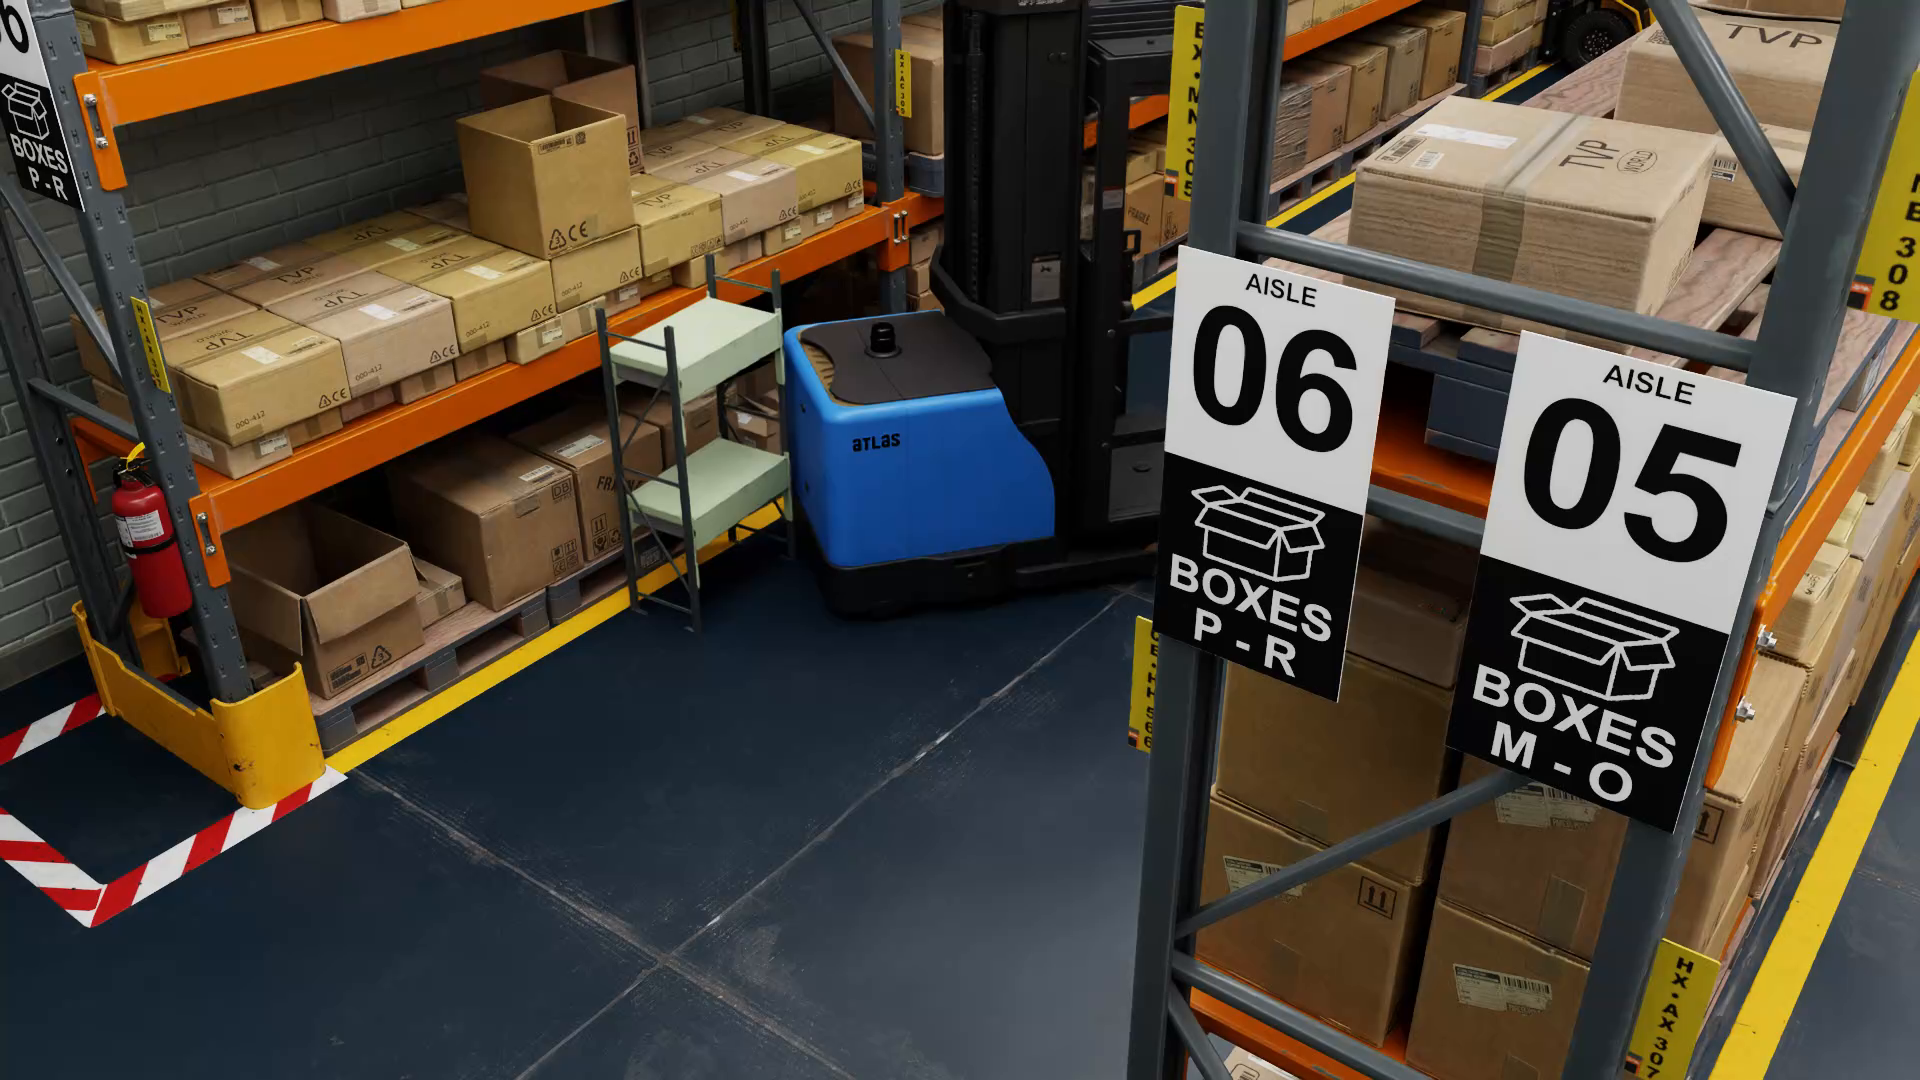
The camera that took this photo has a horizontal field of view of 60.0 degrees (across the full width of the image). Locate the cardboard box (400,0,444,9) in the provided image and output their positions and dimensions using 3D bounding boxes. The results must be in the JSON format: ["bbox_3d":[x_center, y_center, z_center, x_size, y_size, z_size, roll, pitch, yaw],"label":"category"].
[{"bbox_3d":[-2.070,-2.077,6.117,0.380,0.149,0.250,21,37,31],"label":"cardboard box"}]

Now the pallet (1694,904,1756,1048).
[{"bbox_3d":[1.979,1.438,5.616,1.003,0.211,1.213,21,37,31],"label":"pallet"}]

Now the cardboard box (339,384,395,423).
[{"bbox_3d":[-2.473,-0.621,6.602,0.380,0.149,0.250,21,36,31],"label":"cardboard box"}]

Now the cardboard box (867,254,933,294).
[{"bbox_3d":[-0.295,-1.519,9.274,0.380,0.149,0.250,23,38,33],"label":"cardboard box"}]

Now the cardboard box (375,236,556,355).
[{"bbox_3d":[-2.042,-1.022,6.887,0.500,0.250,0.500,20,36,30],"label":"cardboard box"}]

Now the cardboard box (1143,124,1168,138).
[{"bbox_3d":[1.455,-2.682,11.236,0.380,0.149,0.250,19,36,29],"label":"cardboard box"}]

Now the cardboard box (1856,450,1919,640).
[{"bbox_3d":[2.250,-0.126,4.442,0.500,0.500,0.500,21,37,31],"label":"cardboard box"}]

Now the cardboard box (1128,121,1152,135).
[{"bbox_3d":[1.128,-2.965,11.714,0.380,0.149,0.250,23,38,34],"label":"cardboard box"}]

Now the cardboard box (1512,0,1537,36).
[{"bbox_3d":[4.946,-4.842,15.273,0.500,0.250,0.500,21,37,31],"label":"cardboard box"}]

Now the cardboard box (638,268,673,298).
[{"bbox_3d":[-1.549,-1.248,7.661,0.380,0.149,0.250,22,37,32],"label":"cardboard box"}]

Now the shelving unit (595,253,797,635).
[{"bbox_3d":[-1.157,-0.431,7.505,0.431,1.500,0.755,17,35,26],"label":"shelving unit"}]

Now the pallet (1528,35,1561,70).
[{"bbox_3d":[5.355,-4.931,16.363,1.003,0.211,1.213,21,37,31],"label":"pallet"}]

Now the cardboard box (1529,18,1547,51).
[{"bbox_3d":[5.254,-4.840,15.759,0.500,0.250,0.500,22,37,32],"label":"cardboard box"}]

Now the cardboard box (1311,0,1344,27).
[{"bbox_3d":[2.461,-3.940,12.103,0.500,0.250,0.500,20,36,30],"label":"cardboard box"}]

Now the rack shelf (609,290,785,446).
[{"bbox_3d":[-1.157,-0.766,7.306,0.431,0.370,0.720,17,35,26],"label":"rack shelf"}]

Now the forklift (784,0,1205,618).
[{"bbox_3d":[0.720,-1.330,7.620,3.031,2.935,1.130,-9,32,-15],"label":"forklift"}]

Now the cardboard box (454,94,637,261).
[{"bbox_3d":[-1.744,-1.542,7.030,0.500,0.500,0.500,22,37,32],"label":"cardboard box"}]

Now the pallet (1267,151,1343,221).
[{"bbox_3d":[2.219,-2.819,12.800,1.003,0.211,1.213,21,37,31],"label":"pallet"}]

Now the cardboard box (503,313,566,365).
[{"bbox_3d":[-1.904,-0.894,7.063,0.380,0.149,0.250,20,36,30],"label":"cardboard box"}]

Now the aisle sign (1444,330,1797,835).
[{"bbox_3d":[1.009,0.082,2.620,0.394,0.787,0.004,21,37,31],"label":"aisle sign"}]

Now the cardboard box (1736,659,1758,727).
[{"bbox_3d":[1.257,0.270,3.137,0.380,0.149,0.250,22,37,32],"label":"cardboard box"}]

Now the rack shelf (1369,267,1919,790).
[{"bbox_3d":[2.029,-0.712,4.274,1.077,0.370,4.000,21,37,31],"label":"rack shelf"}]

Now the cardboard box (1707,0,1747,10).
[{"bbox_3d":[2.448,-1.545,4.361,0.797,0.503,0.637,24,38,35],"label":"cardboard box"}]

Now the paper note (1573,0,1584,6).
[{"bbox_3d":[1.626,-1.424,4.353,0.006,0.032,0.123,21,37,31],"label":"paper note"}]

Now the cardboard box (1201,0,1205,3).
[{"bbox_3d":[1.312,-3.284,10.585,0.500,0.250,0.500,19,36,29],"label":"cardboard box"}]

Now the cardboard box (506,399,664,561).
[{"bbox_3d":[-1.747,-0.289,7.835,0.500,0.500,0.500,22,37,32],"label":"cardboard box"}]

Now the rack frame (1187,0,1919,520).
[{"bbox_3d":[0.822,-1.499,1.954,1.000,3.000,0.127,21,37,31],"label":"rack frame"}]

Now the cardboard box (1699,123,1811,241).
[{"bbox_3d":[1.662,-0.696,3.277,0.380,0.149,0.250,23,37,33],"label":"cardboard box"}]

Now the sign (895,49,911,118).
[{"bbox_3d":[-0.286,-2.279,8.304,0.100,0.325,0.005,21,37,31],"label":"sign"}]

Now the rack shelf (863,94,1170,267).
[{"bbox_3d":[0.484,-2.574,10.357,1.077,0.370,4.000,21,37,31],"label":"rack shelf"}]

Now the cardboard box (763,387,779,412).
[{"bbox_3d":[-0.826,-0.708,8.887,0.380,0.149,0.250,20,36,30],"label":"cardboard box"}]

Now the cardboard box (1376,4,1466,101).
[{"bbox_3d":[3.800,-4.266,14.423,0.875,0.625,0.625,23,38,33],"label":"cardboard box"}]

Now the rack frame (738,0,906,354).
[{"bbox_3d":[-0.723,-2.071,8.802,1.000,3.000,0.127,21,37,31],"label":"rack frame"}]

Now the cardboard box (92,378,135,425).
[{"bbox_3d":[-3.152,-0.554,6.489,0.380,0.149,0.250,21,36,31],"label":"cardboard box"}]

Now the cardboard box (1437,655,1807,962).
[{"bbox_3d":[1.338,0.501,3.384,0.500,0.500,0.500,20,36,30],"label":"cardboard box"}]

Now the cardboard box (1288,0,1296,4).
[{"bbox_3d":[2.174,-3.944,11.620,0.500,0.250,0.500,21,37,31],"label":"cardboard box"}]

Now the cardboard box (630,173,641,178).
[{"bbox_3d":[-1.848,-1.601,7.864,0.500,0.250,0.500,22,37,32],"label":"cardboard box"}]

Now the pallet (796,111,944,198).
[{"bbox_3d":[-0.154,-2.279,9.342,1.003,0.211,1.213,21,37,31],"label":"pallet"}]

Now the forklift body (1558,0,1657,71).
[{"bbox_3d":[6.830,-5.251,15.000,2.313,2.155,1.214,21,37,31],"label":"forklift body"}]

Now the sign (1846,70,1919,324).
[{"bbox_3d":[1.260,-0.446,2.183,0.100,0.325,0.005,21,37,31],"label":"sign"}]

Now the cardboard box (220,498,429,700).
[{"bbox_3d":[-2.693,0.229,6.958,0.797,0.503,0.637,20,36,29],"label":"cardboard box"}]

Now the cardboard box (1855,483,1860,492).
[{"bbox_3d":[1.867,-0.164,3.870,0.380,0.149,0.250,22,37,32],"label":"cardboard box"}]

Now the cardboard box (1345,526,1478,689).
[{"bbox_3d":[0.879,0.122,3.388,0.380,0.149,0.250,22,37,32],"label":"cardboard box"}]

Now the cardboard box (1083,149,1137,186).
[{"bbox_3d":[0.915,-2.393,10.750,0.380,0.149,0.250,21,36,31],"label":"cardboard box"}]

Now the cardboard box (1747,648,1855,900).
[{"bbox_3d":[1.945,0.516,4.339,0.500,0.500,0.500,21,37,31],"label":"cardboard box"}]

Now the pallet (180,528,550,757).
[{"bbox_3d":[-2.612,0.400,7.369,1.003,0.211,1.213,21,37,31],"label":"pallet"}]

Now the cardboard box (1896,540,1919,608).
[{"bbox_3d":[2.854,-0.109,5.395,0.500,0.500,0.500,20,36,30],"label":"cardboard box"}]

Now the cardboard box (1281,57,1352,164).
[{"bbox_3d":[2.467,-3.373,12.916,0.875,0.625,0.625,22,37,33],"label":"cardboard box"}]

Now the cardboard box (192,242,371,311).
[{"bbox_3d":[-2.760,-0.986,6.827,0.500,0.250,0.500,21,37,31],"label":"cardboard box"}]

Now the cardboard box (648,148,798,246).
[{"bbox_3d":[-1.127,-1.644,7.937,0.500,0.250,0.500,21,37,31],"label":"cardboard box"}]

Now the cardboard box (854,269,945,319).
[{"bbox_3d":[-0.252,-1.303,9.547,0.500,0.500,0.500,23,38,33],"label":"cardboard box"}]

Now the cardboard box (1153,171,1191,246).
[{"bbox_3d":[1.297,-2.364,11.336,0.500,0.500,0.500,21,36,31],"label":"cardboard box"}]

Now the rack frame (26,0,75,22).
[{"bbox_3d":[-3.138,-3.026,4.529,1.000,3.000,0.127,21,37,31],"label":"rack frame"}]

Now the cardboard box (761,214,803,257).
[{"bbox_3d":[-0.992,-1.530,8.135,0.380,0.149,0.250,22,37,32],"label":"cardboard box"}]

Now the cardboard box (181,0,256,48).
[{"bbox_3d":[-2.623,-1.800,5.649,0.380,0.149,0.250,22,37,32],"label":"cardboard box"}]

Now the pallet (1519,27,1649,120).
[{"bbox_3d":[1.997,-0.974,4.096,1.003,0.211,1.213,21,37,31],"label":"pallet"}]

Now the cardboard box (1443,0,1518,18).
[{"bbox_3d":[4.648,-4.850,14.796,0.500,0.250,0.500,21,36,31],"label":"cardboard box"}]
